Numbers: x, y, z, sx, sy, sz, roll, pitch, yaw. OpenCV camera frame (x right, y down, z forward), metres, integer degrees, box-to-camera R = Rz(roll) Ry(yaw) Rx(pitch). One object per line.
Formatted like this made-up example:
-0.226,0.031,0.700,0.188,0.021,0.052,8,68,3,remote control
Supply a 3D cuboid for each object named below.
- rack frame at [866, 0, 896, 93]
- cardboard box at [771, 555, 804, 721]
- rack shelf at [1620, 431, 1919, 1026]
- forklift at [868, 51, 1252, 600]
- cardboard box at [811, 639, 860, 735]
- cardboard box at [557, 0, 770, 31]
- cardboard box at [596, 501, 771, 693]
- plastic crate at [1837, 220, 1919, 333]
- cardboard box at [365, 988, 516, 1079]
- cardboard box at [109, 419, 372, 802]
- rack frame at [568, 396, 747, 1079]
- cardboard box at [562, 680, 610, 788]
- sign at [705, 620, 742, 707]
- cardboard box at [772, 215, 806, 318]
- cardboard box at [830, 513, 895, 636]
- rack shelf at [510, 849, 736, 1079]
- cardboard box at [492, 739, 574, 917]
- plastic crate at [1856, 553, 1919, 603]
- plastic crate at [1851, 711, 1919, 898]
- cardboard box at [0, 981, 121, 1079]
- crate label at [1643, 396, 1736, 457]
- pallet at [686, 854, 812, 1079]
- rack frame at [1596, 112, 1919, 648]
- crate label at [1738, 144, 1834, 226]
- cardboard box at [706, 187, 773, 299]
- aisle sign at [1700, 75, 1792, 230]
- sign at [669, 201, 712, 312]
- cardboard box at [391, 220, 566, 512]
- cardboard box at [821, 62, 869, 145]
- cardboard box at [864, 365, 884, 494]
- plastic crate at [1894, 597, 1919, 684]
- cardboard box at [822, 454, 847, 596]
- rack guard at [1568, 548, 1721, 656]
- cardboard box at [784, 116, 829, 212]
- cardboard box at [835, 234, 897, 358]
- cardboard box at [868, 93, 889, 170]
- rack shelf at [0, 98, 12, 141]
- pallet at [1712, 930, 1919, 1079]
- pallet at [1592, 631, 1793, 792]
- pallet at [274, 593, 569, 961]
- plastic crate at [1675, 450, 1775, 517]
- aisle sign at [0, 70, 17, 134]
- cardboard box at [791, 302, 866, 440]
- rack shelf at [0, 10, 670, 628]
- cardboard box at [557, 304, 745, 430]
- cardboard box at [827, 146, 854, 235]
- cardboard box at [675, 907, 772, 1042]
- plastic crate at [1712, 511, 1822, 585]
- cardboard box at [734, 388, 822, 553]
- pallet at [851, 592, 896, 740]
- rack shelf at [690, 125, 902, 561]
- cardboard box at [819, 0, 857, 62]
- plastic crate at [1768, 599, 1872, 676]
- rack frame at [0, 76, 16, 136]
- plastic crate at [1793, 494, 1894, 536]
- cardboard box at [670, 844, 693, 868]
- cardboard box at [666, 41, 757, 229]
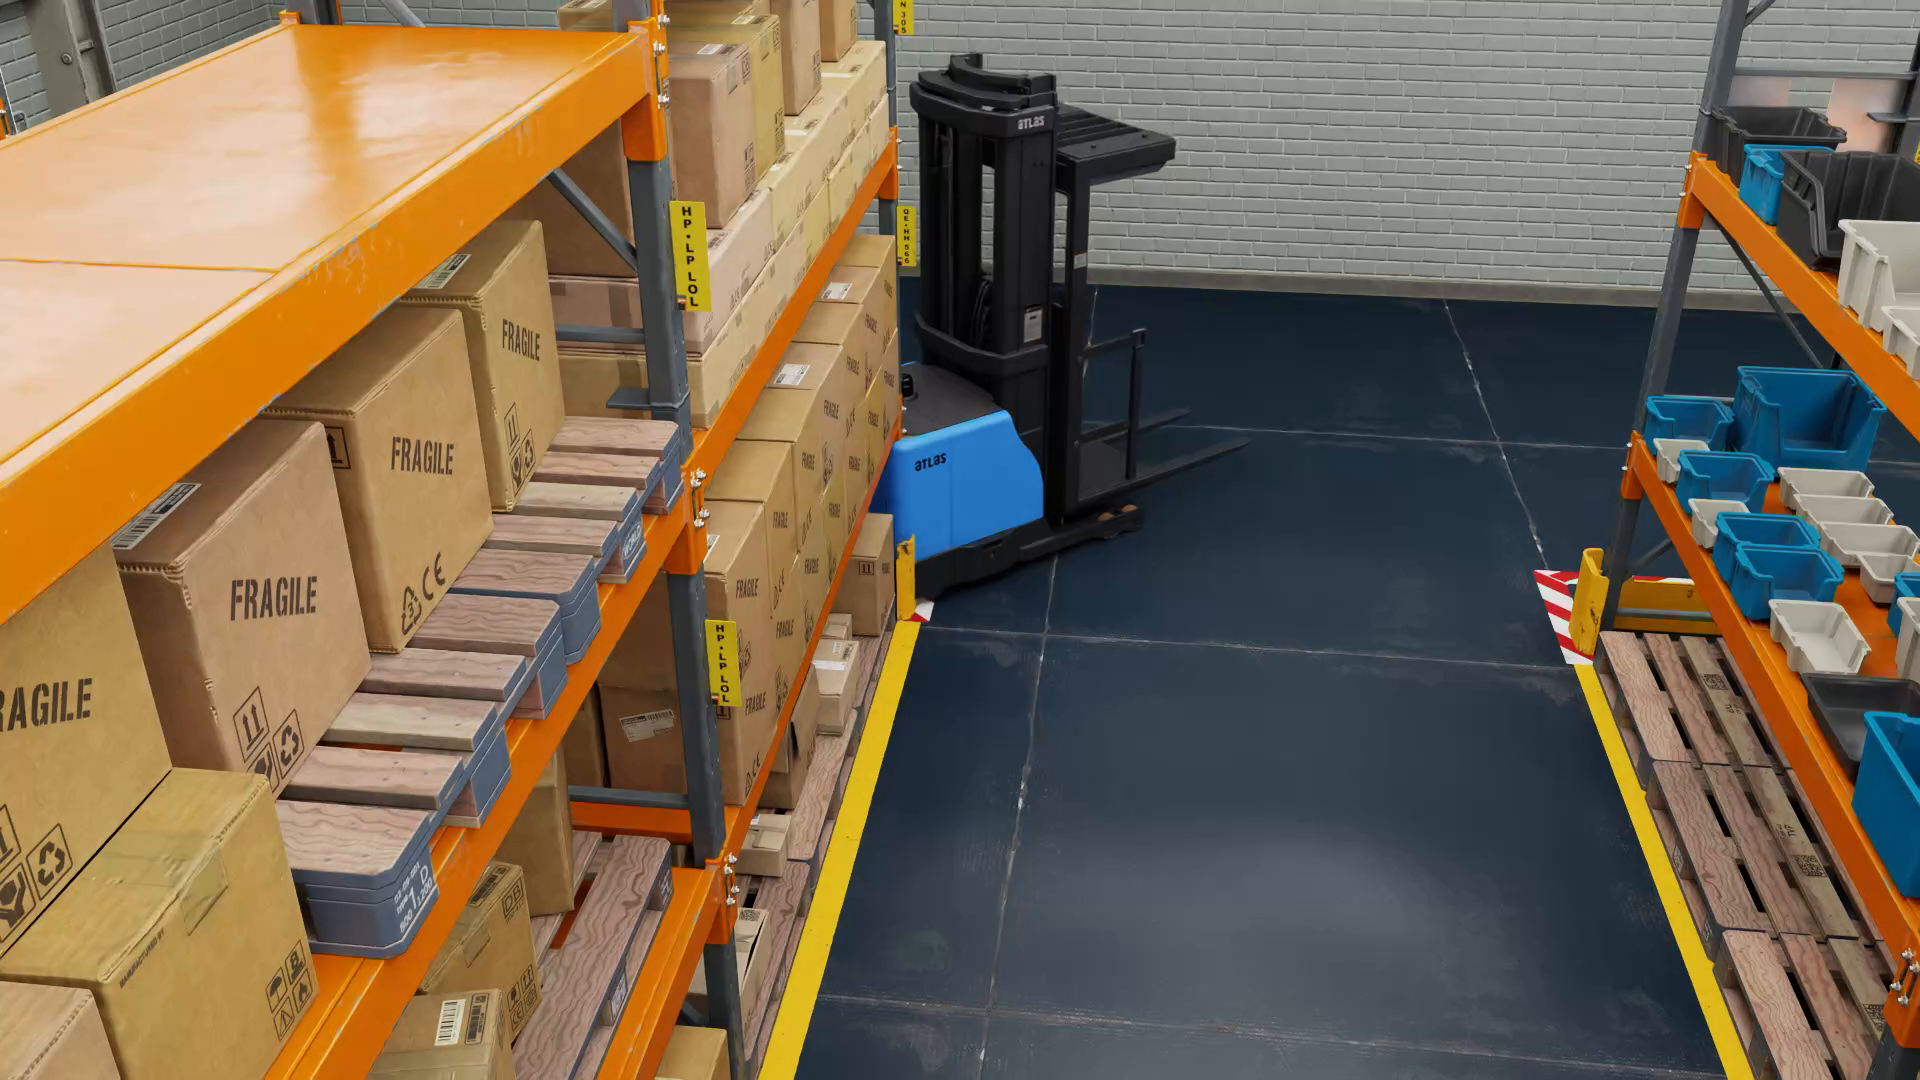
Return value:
-0.831,-3.642,7.814,1.000,3.000,0.127,3,28,6,rack frame
-0.928,0.373,6.581,0.500,0.500,0.500,4,29,7,cardboard box
3.840,0.547,7.122,1.077,0.370,4.000,3,28,6,rack shelf
0.573,-1.478,10.195,3.031,2.935,1.130,-19,34,-31,forklift
-0.799,0.732,8.456,0.500,0.250,0.500,3,28,6,cardboard box
-1.131,-1.860,6.511,0.700,0.500,0.500,3,28,6,cardboard box
-0.984,0.193,5.862,0.500,0.500,0.500,4,29,8,cardboard box
3.507,-0.954,6.112,0.437,0.282,0.530,3,28,6,plastic crate
-1.476,1.489,4.068,0.700,0.500,0.500,-4,29,-7,cardboard box
-1.616,0.150,3.285,0.600,0.600,0.600,2,28,4,cardboard box
-1.321,0.882,5.742,1.000,3.000,0.127,3,28,6,rack frame
-1.514,0.588,6.182,0.500,0.500,0.500,4,29,7,cardboard box
-0.769,0.403,5.410,0.100,0.325,0.005,3,28,6,sign
-0.888,-1.057,6.337,0.500,0.250,0.500,3,28,6,cardboard box
-0.653,0.177,9.223,0.500,0.500,0.500,3,28,6,cardboard box
-1.566,2.141,4.165,1.077,0.370,4.000,3,28,6,rack shelf
-1.601,0.864,5.228,0.700,0.500,0.500,-6,29,-11,cardboard box
4.087,0.182,7.257,0.298,0.136,0.250,3,28,6,plastic crate
3.314,0.913,5.638,0.392,0.384,0.575,3,28,6,plastic crate
-1.728,0.953,2.342,0.910,0.500,0.500,3,28,6,cardboard box
3.728,-0.566,8.544,0.416,0.233,0.303,3,28,6,crate label
-1.236,1.787,7.003,1.003,0.211,1.213,3,28,6,pallet
4.085,-0.711,8.699,1.000,3.000,0.127,3,28,6,rack frame
3.651,-1.550,7.251,0.408,0.251,0.502,3,28,6,crate label
-0.955,-1.042,5.782,0.500,0.250,0.500,3,28,6,cardboard box
3.799,-1.906,8.177,0.394,0.787,0.004,3,28,6,aisle sign
-0.769,-0.809,4.757,0.100,0.325,0.005,3,28,6,sign
-1.455,-0.478,4.451,0.600,0.600,0.600,1,28,1,cardboard box
-0.701,-1.983,7.529,0.500,0.250,0.500,3,28,6,cardboard box
-0.675,-0.573,8.338,0.500,0.500,0.500,4,29,7,cardboard box
3.965,0.490,6.532,0.437,0.282,0.530,3,28,6,plastic crate
-0.804,-0.102,7.463,0.500,0.500,0.500,3,28,5,cardboard box
4.075,0.378,9.314,1.175,0.500,0.348,3,28,6,rack guard
-0.821,-1.512,6.655,0.500,0.250,0.500,3,28,6,cardboard box
-0.612,-1.259,8.557,0.500,0.500,0.500,3,28,6,cardboard box
-0.632,-1.998,8.083,0.500,0.250,0.500,3,28,6,cardboard box
-5.992,-1.349,7.479,1.077,0.370,4.000,3,28,6,rack shelf
3.647,2.051,6.512,1.003,0.211,1.213,3,28,6,pallet
3.945,0.903,8.644,1.003,0.211,1.213,3,28,6,pallet
-1.594,0.436,3.606,1.213,0.211,1.003,3,28,6,pallet
3.647,-0.257,7.969,0.416,0.233,0.300,3,28,6,plastic crate
-5.441,-2.447,9.181,0.394,0.787,0.004,3,28,6,aisle sign
-0.732,-0.777,7.662,0.500,0.500,0.500,4,29,8,cardboard box
-1.566,-0.324,2.837,1.077,0.370,4.000,3,28,6,rack shelf
-1.015,-0.587,5.464,0.500,0.250,0.500,3,28,6,cardboard box
-0.752,-1.527,7.209,0.500,0.250,0.500,3,28,6,cardboard box
-1.055,1.687,6.618,0.500,0.311,0.500,3,28,6,cardboard box
3.567,0.053,7.394,0.416,0.233,0.300,3,28,6,plastic crate
-0.857,-0.292,6.762,0.500,0.500,0.500,3,28,5,cardboard box
-0.937,0.638,9.135,1.003,0.211,1.213,3,28,6,pallet
-1.076,-1.063,6.948,1.077,0.370,4.000,3,28,6,rack shelf
-0.877,-2.562,7.814,0.700,0.500,0.500,3,28,6,cardboard box
3.510,0.425,6.806,0.293,0.136,0.466,3,28,6,plastic crate
-5.747,-1.287,9.768,1.000,3.000,0.127,3,28,6,rack frame
4.115,-0.091,7.763,0.396,0.136,0.243,3,28,6,plastic crate
-1.440,1.235,7.459,0.500,0.311,0.500,3,28,6,cardboard box
-1.097,-1.381,5.620,0.700,0.500,0.500,3,28,6,cardboard box
